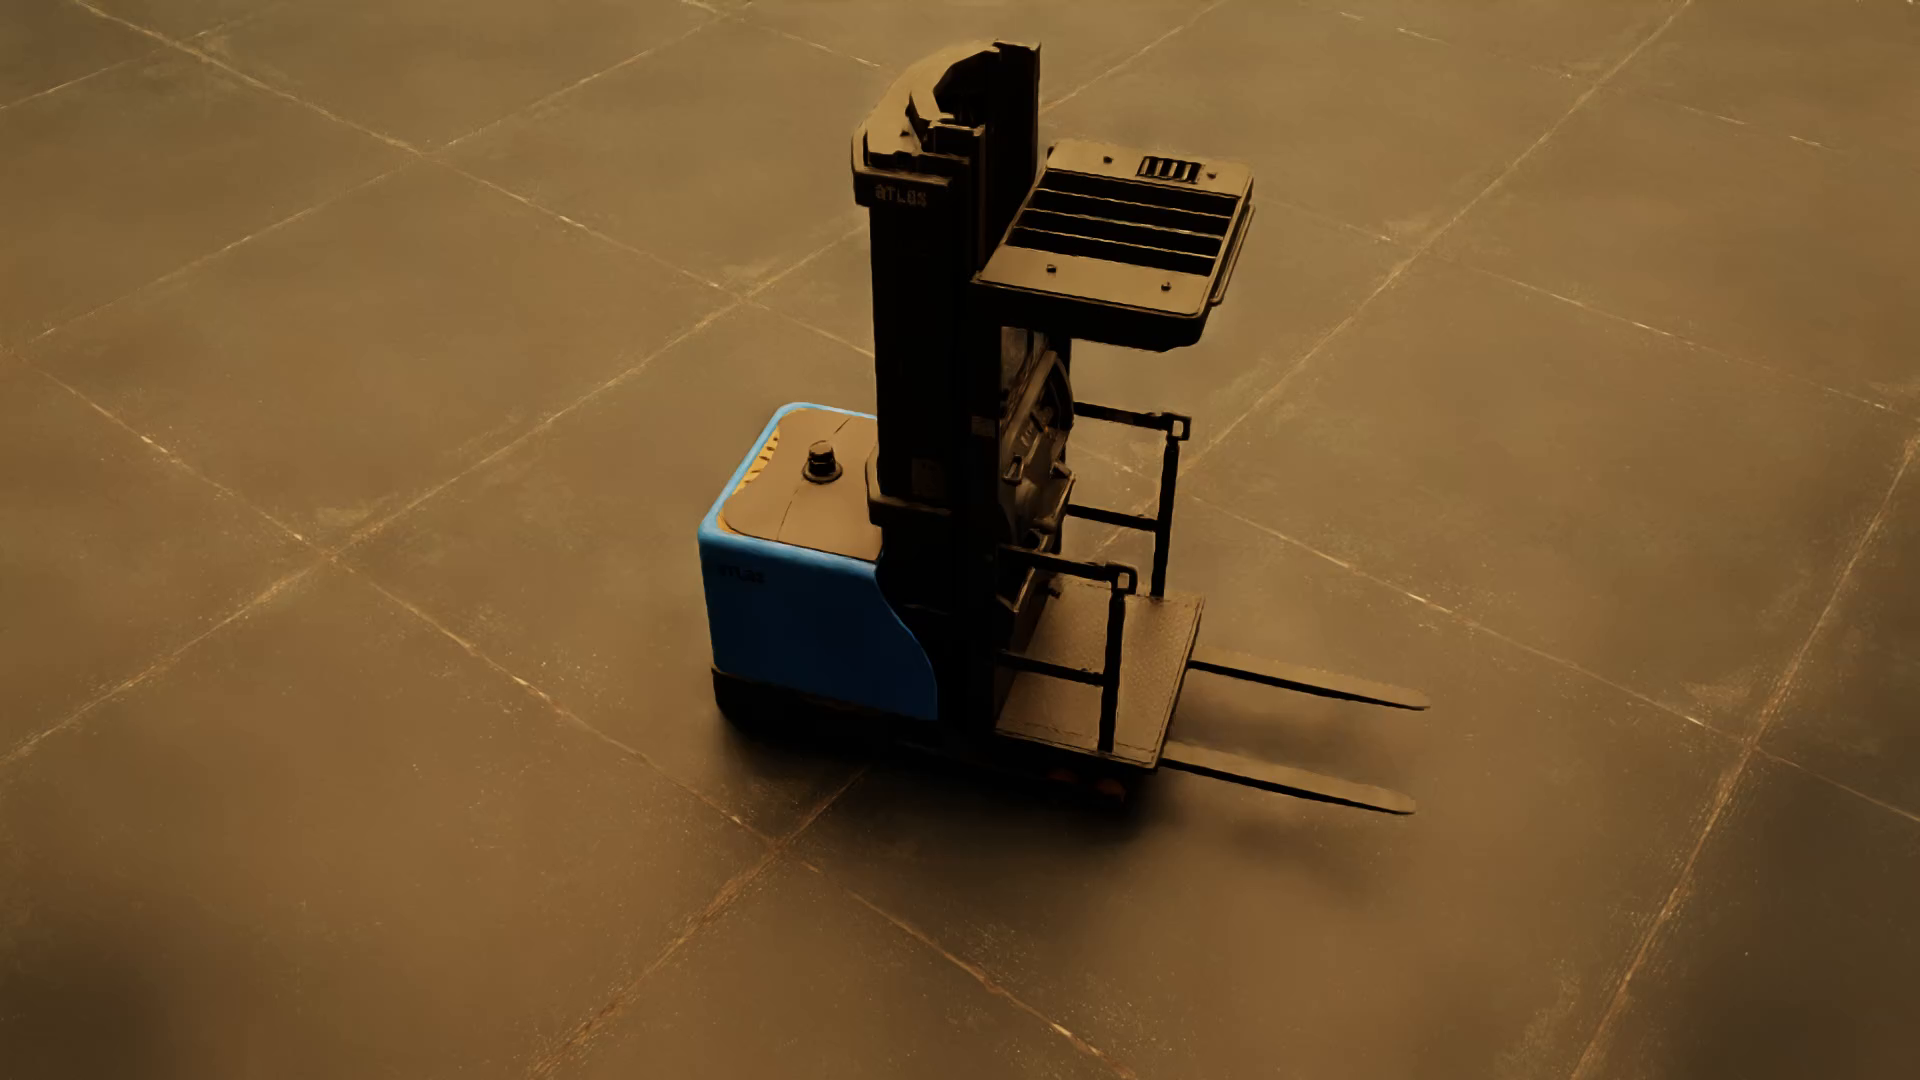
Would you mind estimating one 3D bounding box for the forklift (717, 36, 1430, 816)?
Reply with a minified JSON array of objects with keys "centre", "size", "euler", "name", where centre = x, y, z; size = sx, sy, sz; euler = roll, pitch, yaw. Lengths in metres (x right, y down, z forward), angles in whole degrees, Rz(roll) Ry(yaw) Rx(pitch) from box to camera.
[{"centre":[0.487,-0.345,6.478],"size":[3.031,2.935,1.121],"euler":[12,42,13],"name":"forklift"}]
